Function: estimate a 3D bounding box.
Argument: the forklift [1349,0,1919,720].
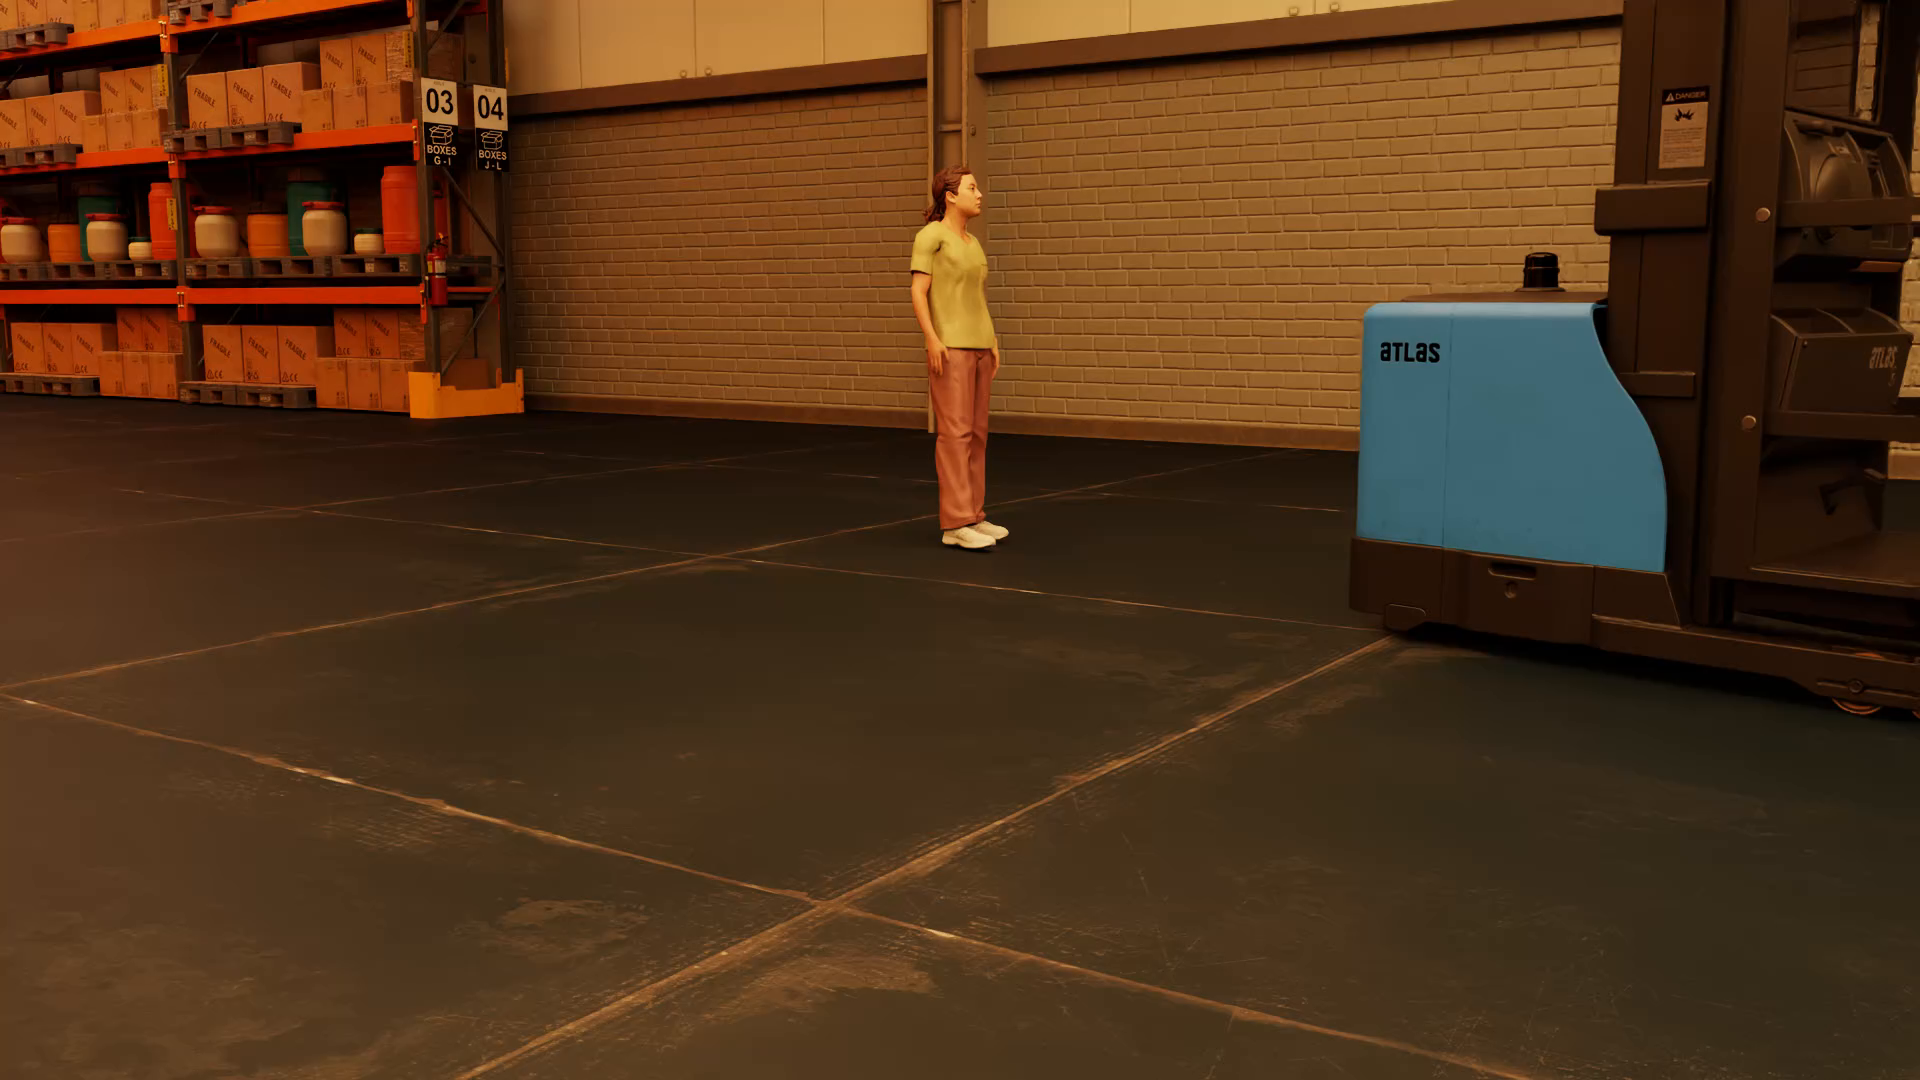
[{"bbox_3d":[2.679,-1.053,4.599,1.130,2.935,3.031,-8,11,-44],"label":"forklift"}]

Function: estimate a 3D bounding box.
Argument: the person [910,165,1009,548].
[{"bbox_3d":[0.054,-0.830,7.434,0.549,1.675,0.553,5,10,34],"label":"person"}]
